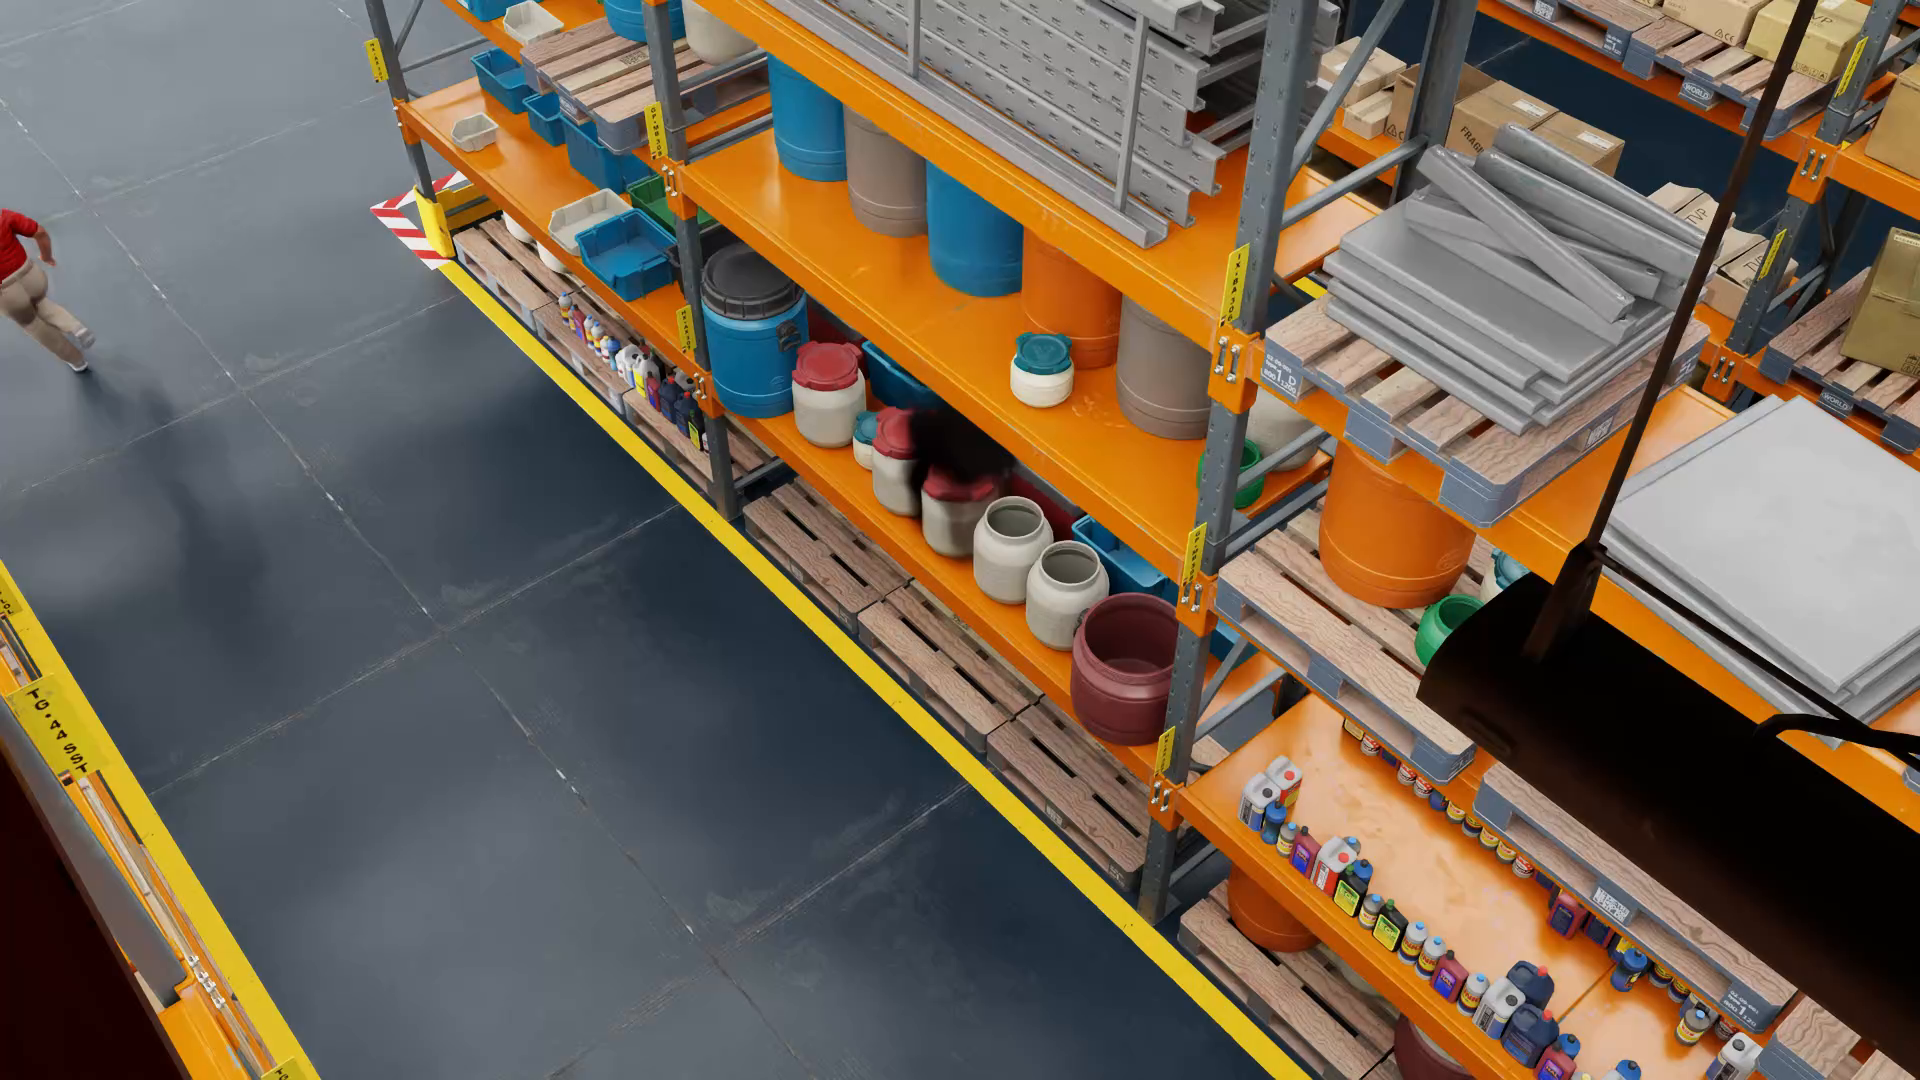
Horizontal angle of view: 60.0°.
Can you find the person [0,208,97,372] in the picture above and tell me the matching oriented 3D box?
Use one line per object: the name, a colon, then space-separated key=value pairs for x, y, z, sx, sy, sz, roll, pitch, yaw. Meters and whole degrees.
person: x=-6.619 y=-1.780 z=11.535 sx=0.535 sy=1.650 sz=0.701 roll=25 pitch=52 yaw=22
